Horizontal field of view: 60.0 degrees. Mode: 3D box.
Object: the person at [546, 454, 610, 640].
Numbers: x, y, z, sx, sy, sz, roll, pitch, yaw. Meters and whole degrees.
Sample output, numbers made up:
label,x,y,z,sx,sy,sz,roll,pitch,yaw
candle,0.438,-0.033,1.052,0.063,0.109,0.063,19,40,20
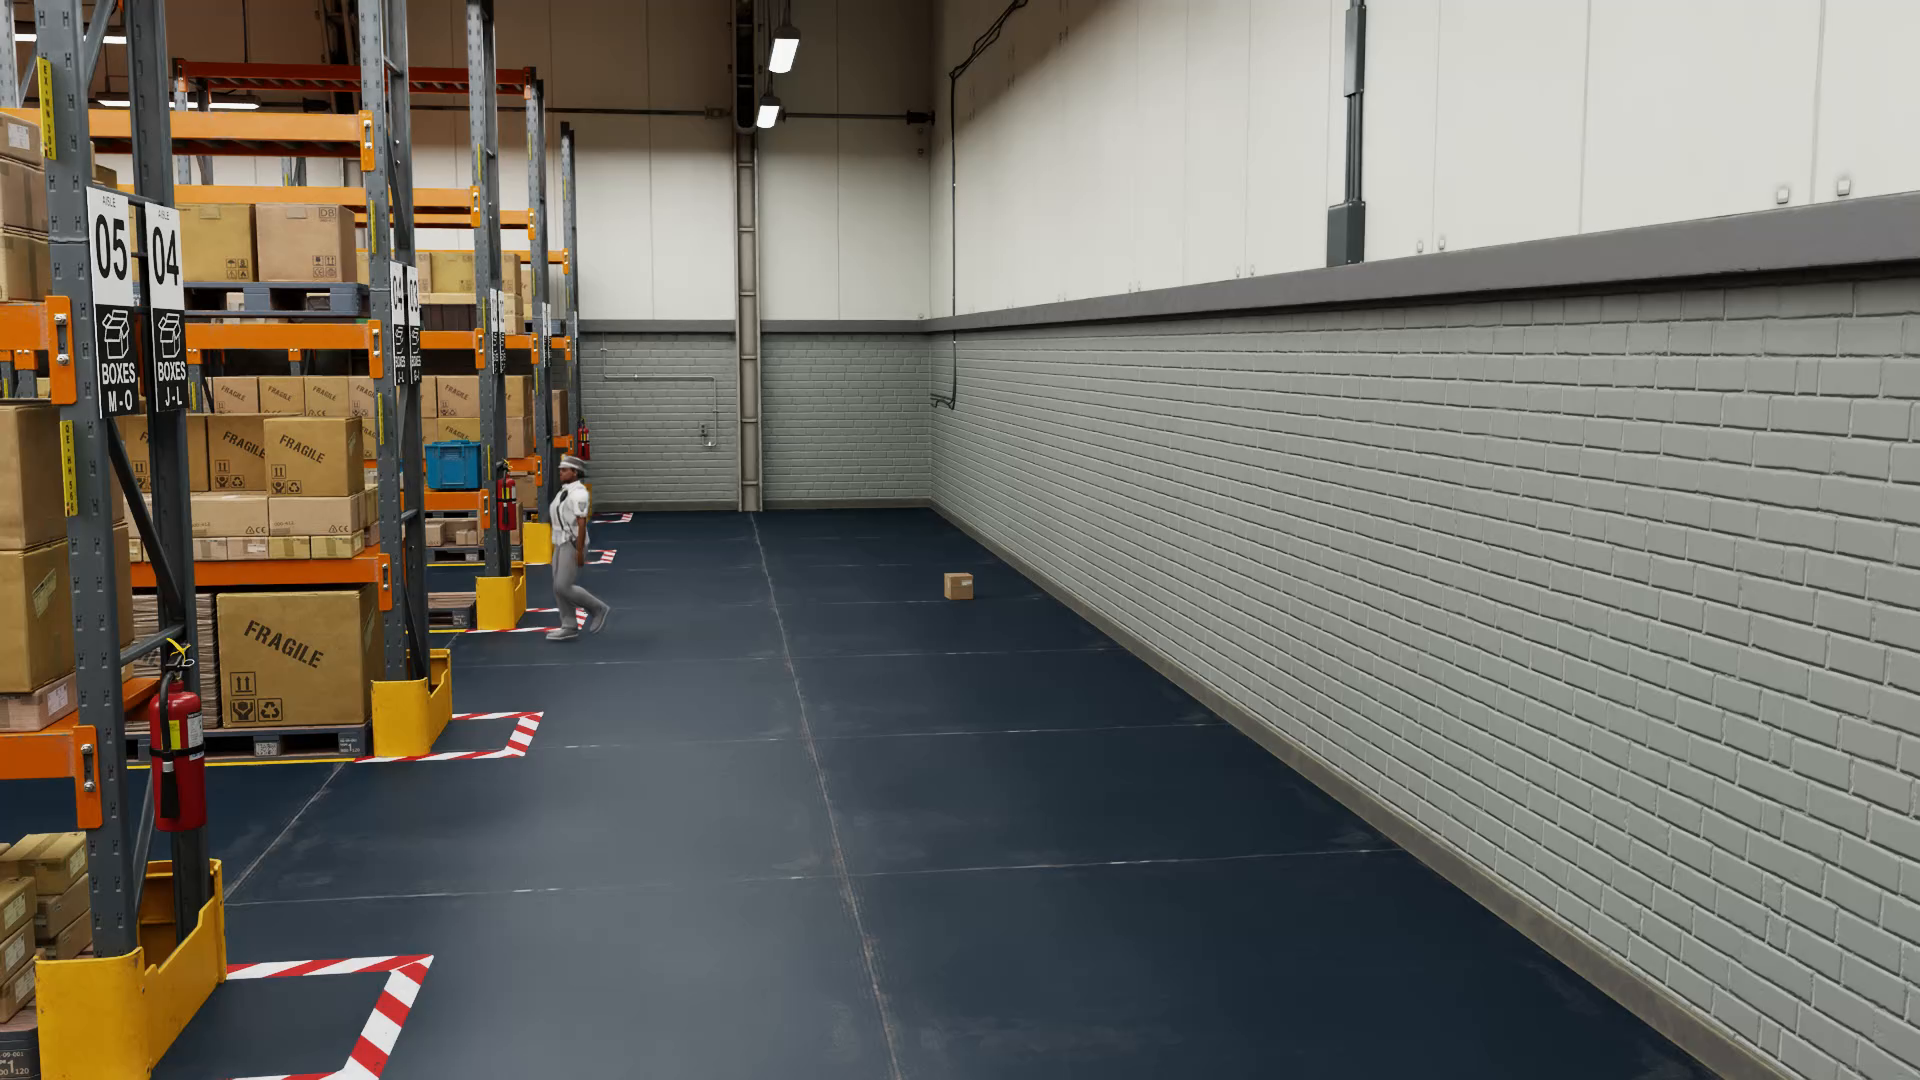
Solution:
label,x,y,z,sx,sy,sz,roll,pitch,yaw
person,-3.488,0.065,15.030,0.527,1.669,0.444,-4,8,-33
